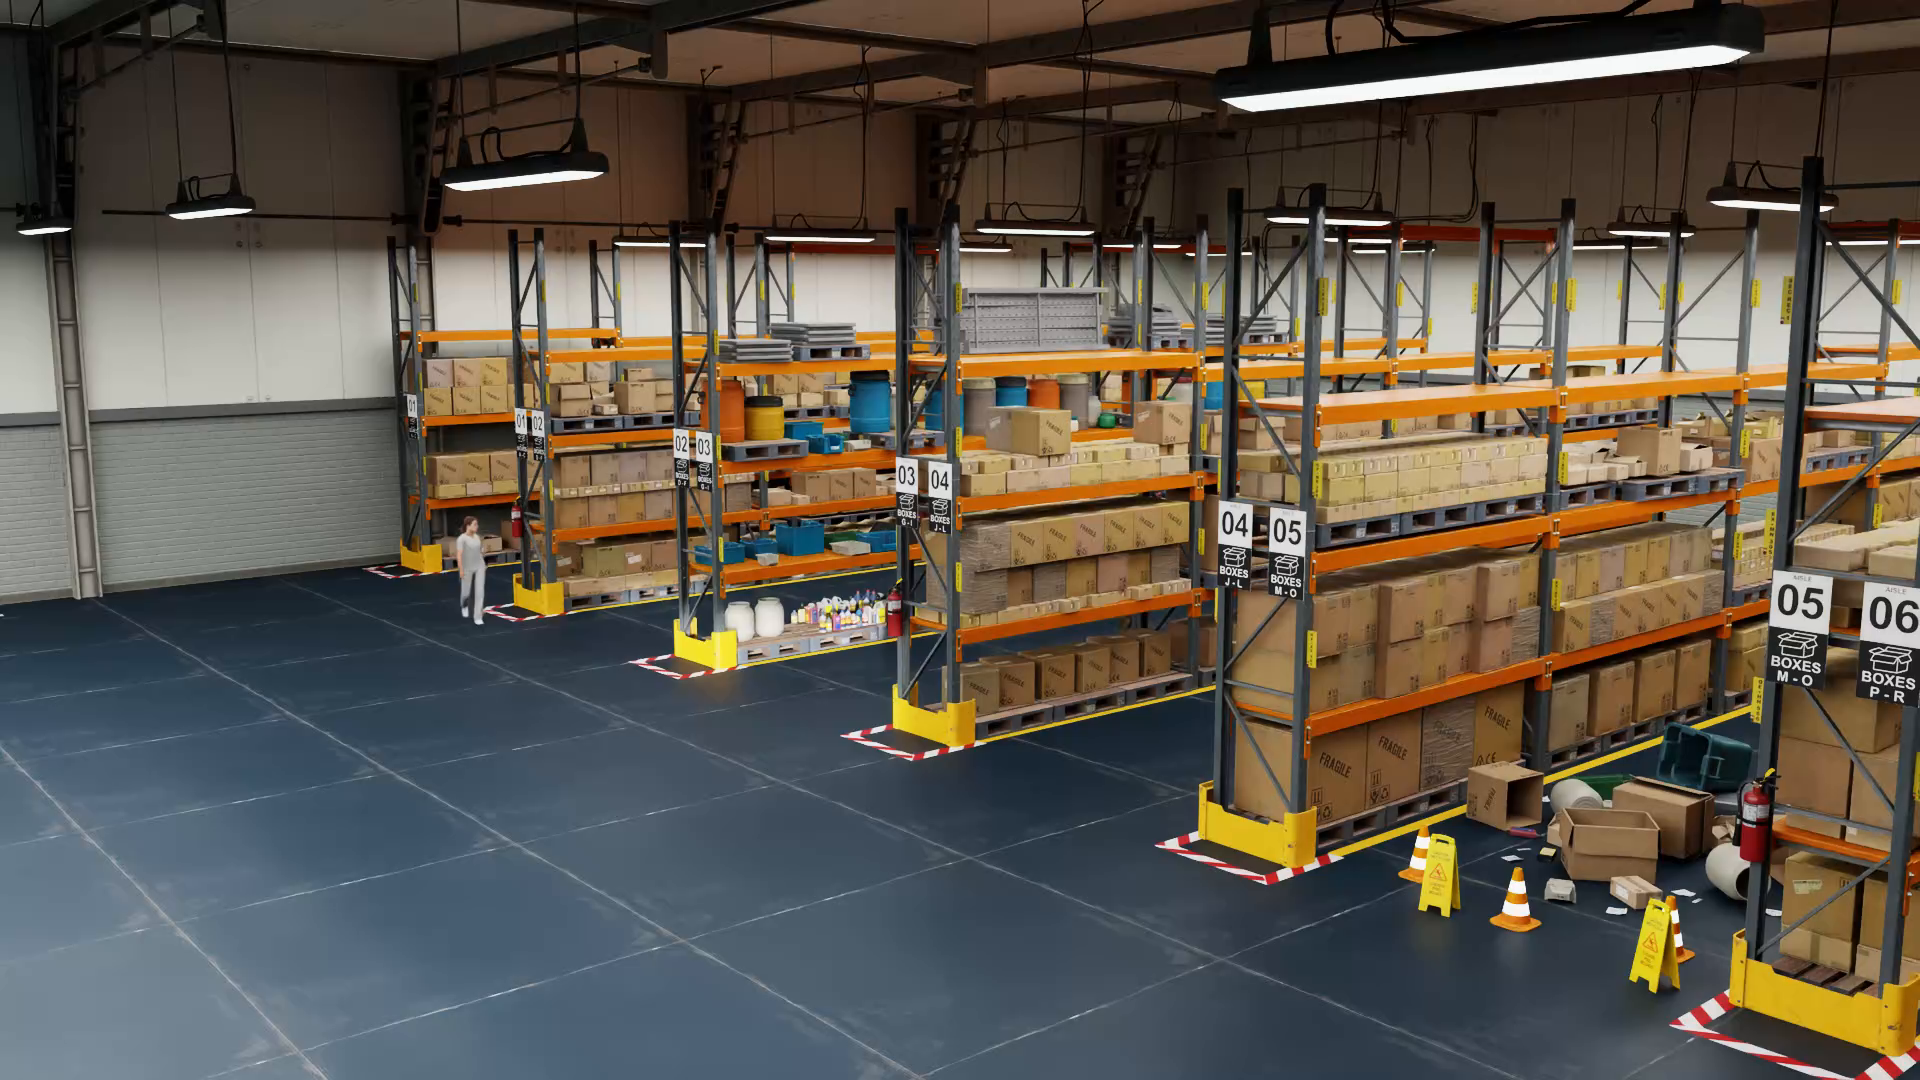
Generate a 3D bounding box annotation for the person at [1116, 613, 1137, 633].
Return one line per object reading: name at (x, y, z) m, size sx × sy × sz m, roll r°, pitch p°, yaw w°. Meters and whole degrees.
person at (2.473, 0.418, 23.340) m, size 0.615 × 1.792 × 0.444 m, roll -6°, pitch 11°, yaw -35°

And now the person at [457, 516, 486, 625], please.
person at (-7.467, 0.574, 25.413) m, size 0.437 × 1.397 × 0.624 m, roll -4°, pitch 10°, yaw -24°
